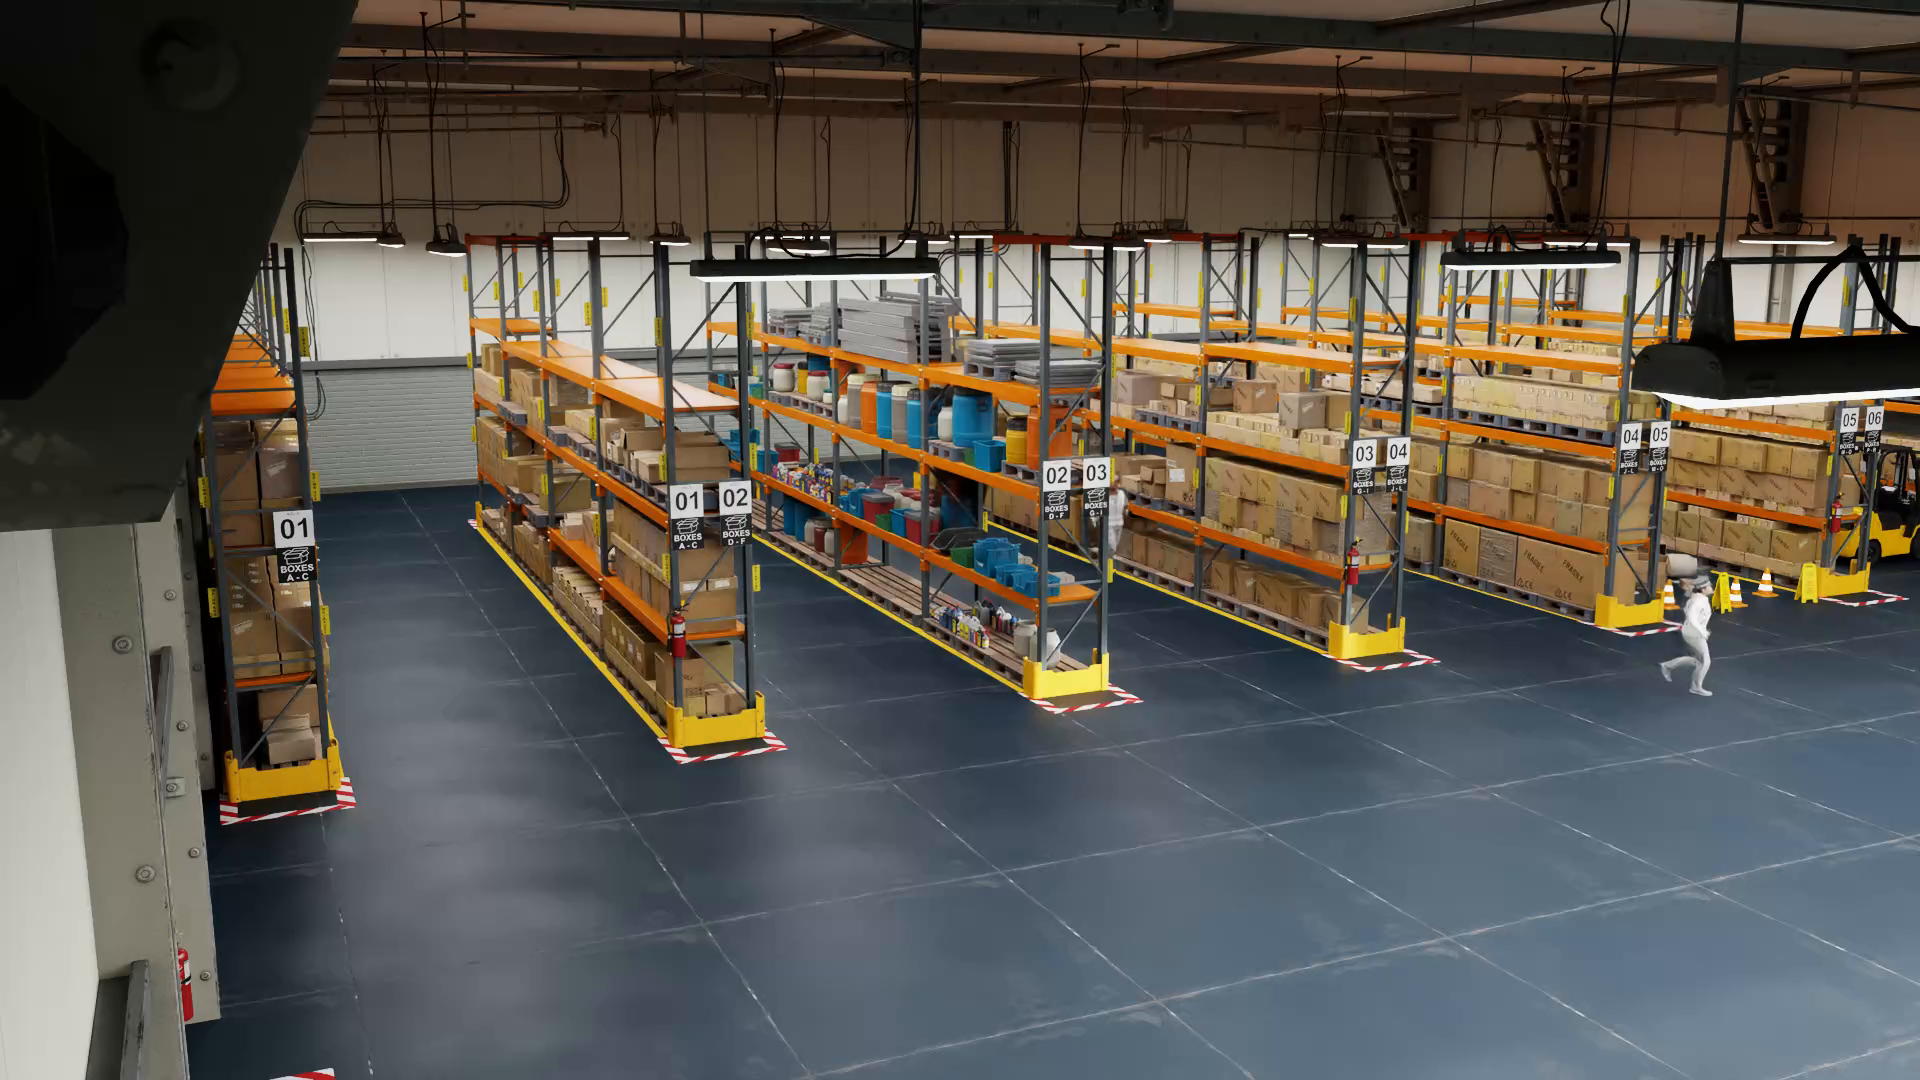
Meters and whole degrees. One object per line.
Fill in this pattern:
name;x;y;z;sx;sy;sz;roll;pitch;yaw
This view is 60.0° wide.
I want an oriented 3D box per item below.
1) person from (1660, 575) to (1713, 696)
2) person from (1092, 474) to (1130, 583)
person;9.803;1.276;22.262;0.624;1.668;0.642;4;12;18
person;2.583;-0.199;28.066;0.664;1.842;0.685;-6;12;-28
